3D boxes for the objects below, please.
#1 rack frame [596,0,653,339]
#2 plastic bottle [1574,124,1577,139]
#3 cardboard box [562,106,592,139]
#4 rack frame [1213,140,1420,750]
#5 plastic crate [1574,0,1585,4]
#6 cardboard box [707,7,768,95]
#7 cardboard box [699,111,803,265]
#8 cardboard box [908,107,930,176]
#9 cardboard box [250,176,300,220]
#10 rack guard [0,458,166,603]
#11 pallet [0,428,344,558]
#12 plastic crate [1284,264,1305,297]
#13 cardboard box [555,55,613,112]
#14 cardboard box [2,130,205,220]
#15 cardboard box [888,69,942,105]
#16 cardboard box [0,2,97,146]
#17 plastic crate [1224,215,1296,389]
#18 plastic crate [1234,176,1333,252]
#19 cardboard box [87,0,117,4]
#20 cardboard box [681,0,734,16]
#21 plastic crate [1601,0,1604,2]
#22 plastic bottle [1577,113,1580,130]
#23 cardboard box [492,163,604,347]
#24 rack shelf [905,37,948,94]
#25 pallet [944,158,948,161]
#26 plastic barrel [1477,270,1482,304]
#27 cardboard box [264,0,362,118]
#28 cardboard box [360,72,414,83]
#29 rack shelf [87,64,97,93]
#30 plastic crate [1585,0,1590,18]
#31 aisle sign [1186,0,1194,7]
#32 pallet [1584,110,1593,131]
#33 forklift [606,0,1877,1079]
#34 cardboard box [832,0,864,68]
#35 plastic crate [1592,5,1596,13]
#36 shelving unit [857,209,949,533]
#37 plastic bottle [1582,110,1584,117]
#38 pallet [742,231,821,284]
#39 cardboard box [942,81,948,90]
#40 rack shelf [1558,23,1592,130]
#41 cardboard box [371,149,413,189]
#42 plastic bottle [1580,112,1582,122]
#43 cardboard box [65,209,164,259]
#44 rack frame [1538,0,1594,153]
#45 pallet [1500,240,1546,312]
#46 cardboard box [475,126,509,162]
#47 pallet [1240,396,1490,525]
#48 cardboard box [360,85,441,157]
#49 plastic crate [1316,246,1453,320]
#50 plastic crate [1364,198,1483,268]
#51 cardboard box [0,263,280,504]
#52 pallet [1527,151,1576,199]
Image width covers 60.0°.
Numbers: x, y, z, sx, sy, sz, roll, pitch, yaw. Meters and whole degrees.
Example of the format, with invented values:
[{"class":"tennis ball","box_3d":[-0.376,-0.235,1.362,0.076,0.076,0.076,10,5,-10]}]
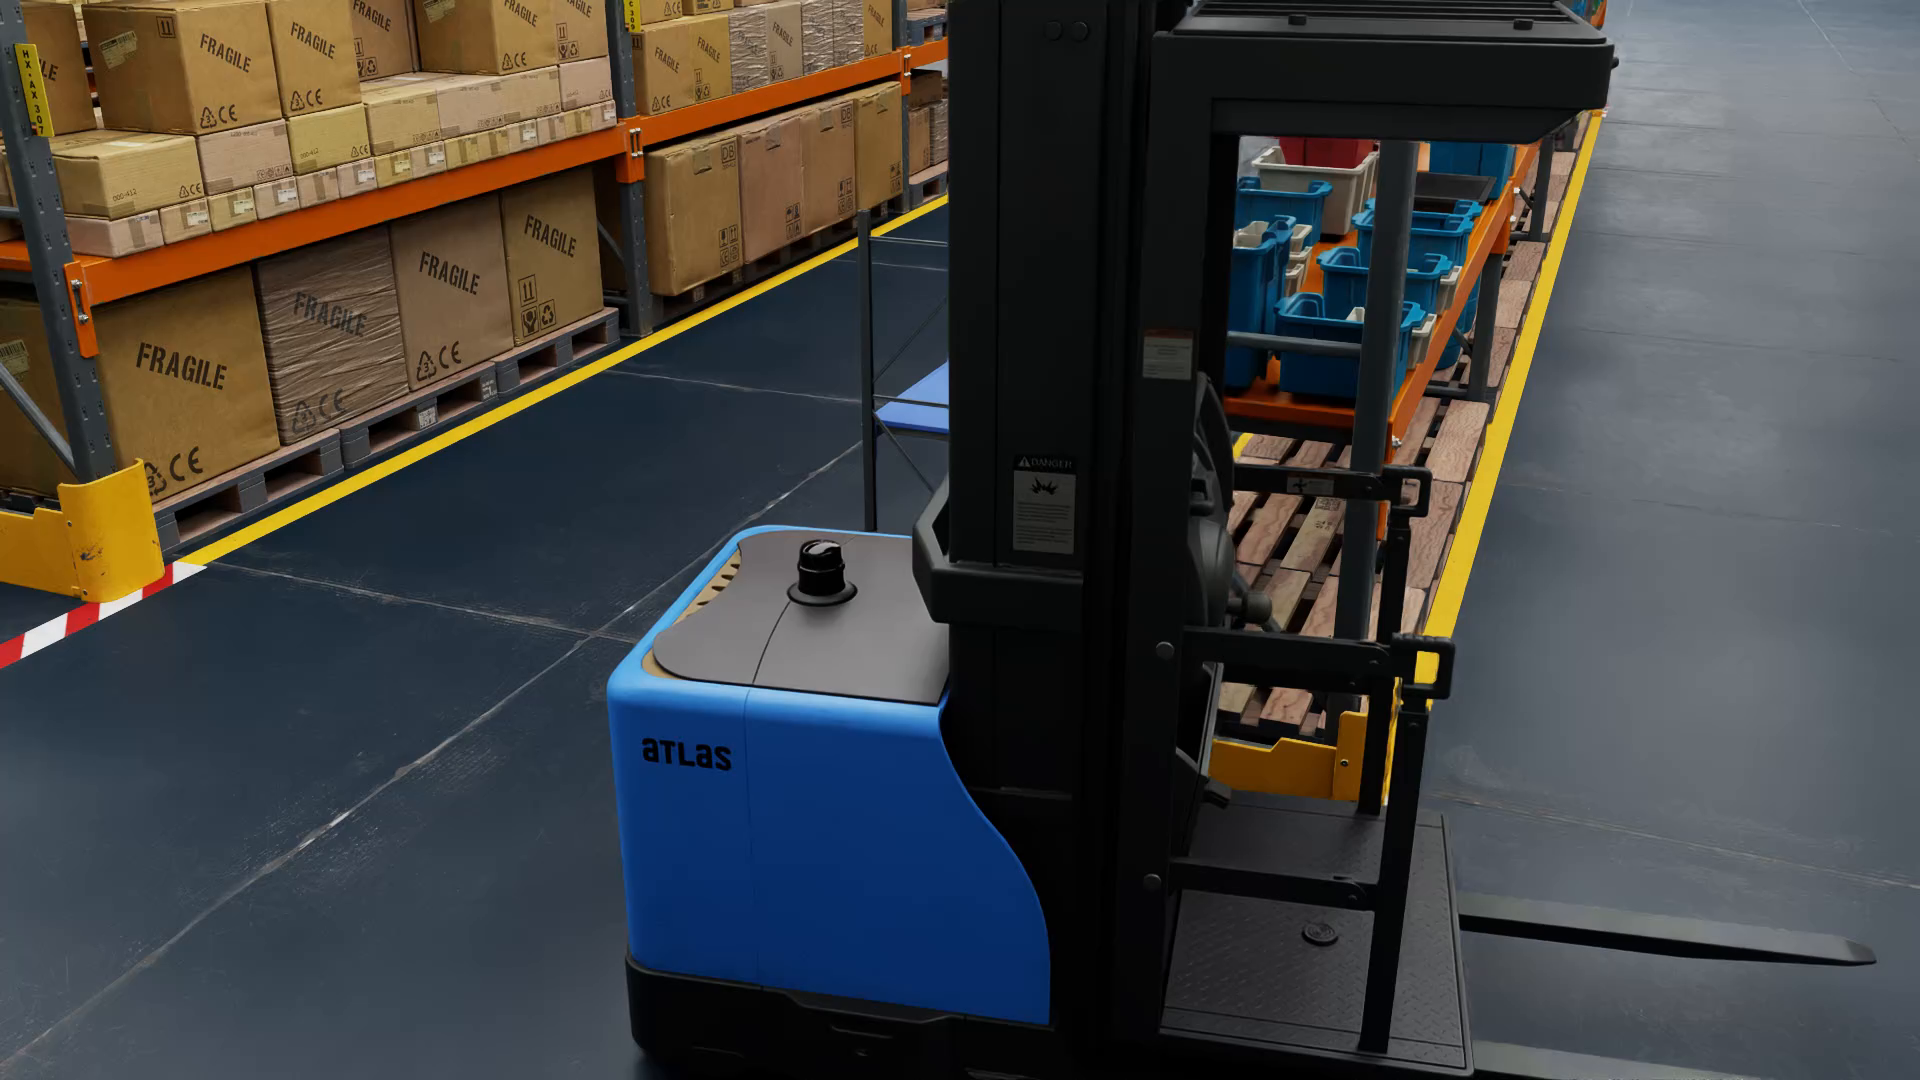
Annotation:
[{"class":"rack frame","box_3d":[-2.388,-2.708,9.842,1.000,3.000,0.127,9,24,20]},{"class":"plastic bottle","box_3d":[5.783,-3.898,15.750,0.097,0.201,0.097,0,23,0]},{"class":"cardboard box","box_3d":[-2.293,-2.344,9.296,0.380,0.149,0.250,9,24,21]},{"class":"rack frame","box_3d":[0.725,-0.568,4.717,1.000,3.000,0.127,9,24,20]},{"class":"plastic crate","box_3d":[4.581,-3.995,12.838,0.402,0.464,0.583,9,24,20]},{"class":"cardboard box","box_3d":[-1.613,-3.242,10.991,0.500,0.500,0.500,8,24,19]},{"class":"cardboard box","box_3d":[-1.838,-2.473,11.492,1.225,0.875,0.875,8,24,18]},{"class":"cardboard box","box_3d":[-0.672,-3.432,14.247,0.700,0.500,0.500,7,24,17]},{"class":"cardboard box","box_3d":[-3.151,-1.518,7.318,0.380,0.149,0.250,8,24,19]},{"class":"rack guard","box_3d":[-3.883,-0.115,6.876,1.175,0.500,0.348,9,24,20]},{"class":"pallet","box_3d":[-3.649,-0.287,7.664,1.003,0.211,1.213,9,24,20]},{"class":"plastic crate","box_3d":[0.981,-0.893,5.761,0.396,0.136,0.243,9,24,20]},{"class":"cardboard box","box_3d":[-2.308,-2.581,9.345,0.500,0.250,0.500,8,24,19]},{"class":"cardboard box","box_3d":[-3.445,-1.478,6.705,0.500,0.250,0.500,8,24,19]},{"class":"cardboard box","box_3d":[-0.493,-3.971,14.563,0.500,0.250,0.500,12,25,26]},{"class":"cardboard box","box_3d":[-3.937,-1.903,6.750,0.500,0.500,0.500,9,24,21]},{"class":"plastic crate","box_3d":[0.676,-0.758,5.050,0.616,0.435,0.499,9,24,20]},{"class":"plastic crate","box_3d":[1.250,-1.290,6.585,0.416,0.233,0.300,9,24,20]},{"class":"cardboard box","box_3d":[-6.288,-3.838,11.941,0.380,0.149,0.250,8,24,19]},{"class":"cardboard box","box_3d":[-1.893,-3.691,10.763,0.797,0.503,0.637,9,24,21]},{"class":"plastic crate","box_3d":[6.513,-5.771,17.368,0.499,0.251,0.408,9,24,20]},{"class":"plastic bottle","box_3d":[5.937,-4.140,16.135,0.144,0.351,0.185,8,24,18]},{"class":"cardboard box","box_3d":[-2.707,-1.697,9.633,0.875,0.875,0.875,9,24,20]},{"class":"rack shelf","box_3d":[-0.159,-4.523,15.121,1.077,0.370,4.000,9,24,20]},{"class":"pallet","box_3d":[-0.156,-3.567,15.517,1.003,0.211,1.213,9,24,20]},{"class":"plastic barrel","box_3d":[2.984,-1.680,10.063,0.421,0.512,0.421,0,23,0]},{"class":"cardboard box","box_3d":[-3.072,-2.189,7.435,0.500,0.500,0.500,8,24,19]},{"class":"cardboard box","box_3d":[-3.182,-2.282,8.631,0.500,0.250,0.500,9,24,21]},{"class":"rack shelf","box_3d":[-6.213,-3.838,13.481,1.077,0.370,4.000,9,24,20]},{"class":"plastic crate","box_3d":[5.287,-4.674,14.466,0.402,0.464,0.583,9,24,20]},{"class":"aisle sign","box_3d":[0.426,-1.783,4.255,0.394,0.787,0.004,9,24,20]},{"class":"pallet","box_3d":[6.377,-4.683,18.187,1.003,0.211,1.213,9,24,20]},{"class":"forklift","box_3d":[0.753,-0.114,3.719,3.031,2.935,1.130,5,23,11]},{"class":"cardboard box","box_3d":[-1.046,-3.796,12.317,0.500,0.500,0.500,9,24,20]},{"class":"plastic crate","box_3d":[5.495,-5.002,15.415,0.767,0.338,0.504,9,24,20]},{"class":"shelving unit","box_3d":[0.032,-0.723,7.034,0.538,1.500,1.048,9,24,20]},{"class":"plastic bottle","box_3d":[6.366,-4.479,17.034,0.061,0.283,0.133,9,24,21]},{"class":"pallet","box_3d":[-1.720,-2.147,12.115,1.003,0.211,1.213,9,24,20]},{"class":"cardboard box","box_3d":[-0.066,-4.036,15.692,0.700,0.500,0.500,7,24,15]},{"class":"rack shelf","box_3d":[4.439,-3.814,13.423,1.077,0.370,4.000,9,24,20]},{"class":"cardboard box","box_3d":[-2.865,-1.791,7.973,0.380,0.149,0.250,8,24,19]},{"class":"plastic bottle","box_3d":[6.164,-4.358,16.658,0.144,0.351,0.185,10,25,22]},{"class":"cardboard box","box_3d":[-3.435,-1.241,6.655,0.380,0.149,0.250,9,24,21]},{"class":"rack frame","box_3d":[5.182,-4.862,14.998,1.000,3.000,0.127,9,24,20]},{"class":"pallet","box_3d":[3.442,-1.856,11.419,1.003,0.211,1.213,9,24,20]},{"class":"cardboard box","box_3d":[-2.579,-2.068,8.635,0.380,0.149,0.250,9,24,21]},{"class":"pallet","box_3d":[1.974,-0.444,8.039,1.003,0.211,1.213,9,24,20]},{"class":"cardboard box","box_3d":[-2.879,-2.032,8.031,0.500,0.250,0.500,8,24,19]},{"class":"plastic crate","box_3d":[1.367,-0.795,5.401,0.416,0.233,0.300,9,24,20]},{"class":"plastic crate","box_3d":[1.723,-1.138,6.222,0.416,0.233,0.300,9,24,20]},{"class":"cardboard box","box_3d":[-3.710,-0.731,7.319,0.875,0.875,0.875,9,24,20]},{"class":"pallet","box_3d":[4.927,-3.289,14.849,1.003,0.211,1.213,9,24,20]}]
